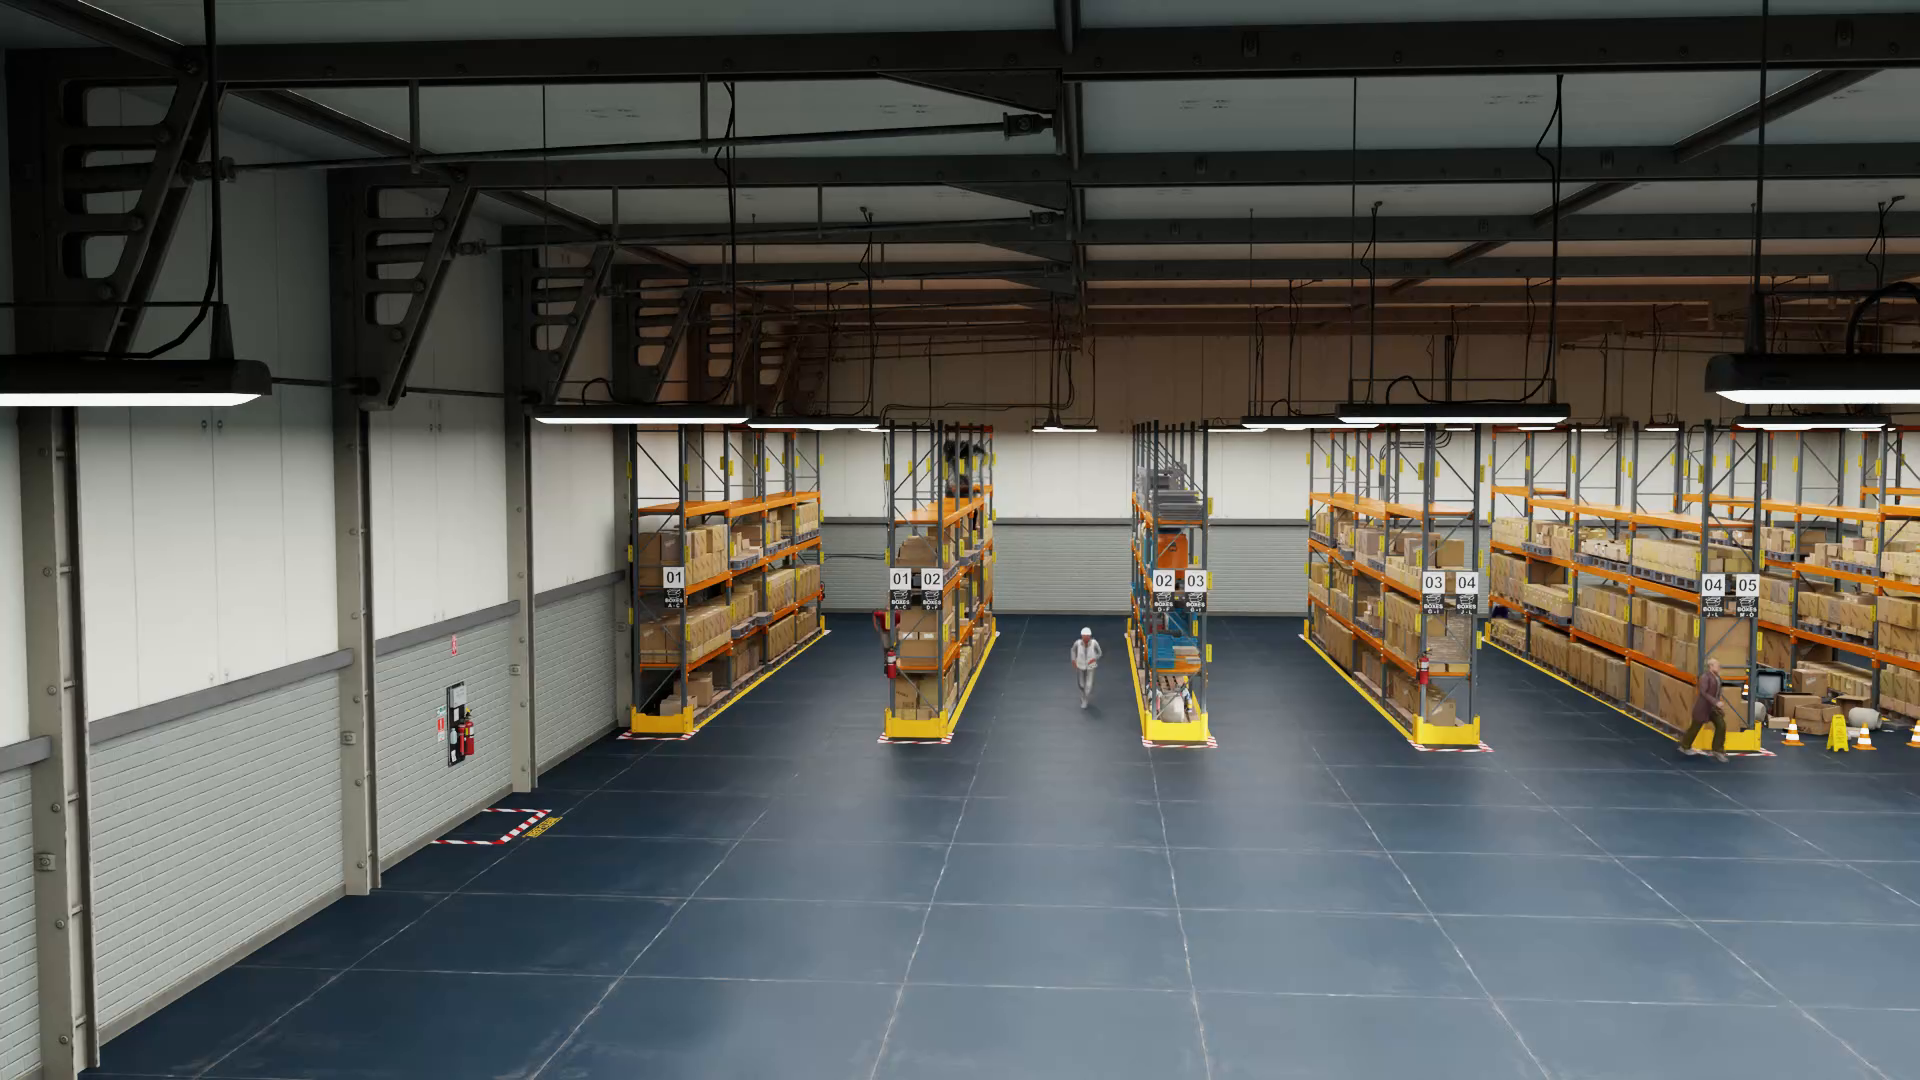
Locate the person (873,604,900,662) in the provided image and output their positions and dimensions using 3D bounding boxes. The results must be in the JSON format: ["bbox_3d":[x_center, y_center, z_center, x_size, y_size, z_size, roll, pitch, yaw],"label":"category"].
[{"bbox_3d":[-1.812,2.347,41.176,0.695,1.550,0.894,0,4,-3],"label":"person"}]

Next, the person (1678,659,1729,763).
[{"bbox_3d":[13.118,2.970,29.224,0.606,1.802,0.896,-2,4,-33],"label":"person"}]

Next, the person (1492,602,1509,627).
[{"bbox_3d":[15.456,1.936,47.496,0.681,1.664,0.659,2,4,33],"label":"person"}]

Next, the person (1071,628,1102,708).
[{"bbox_3d":[2.650,2.681,34.930,0.650,1.707,0.694,0,4,4],"label":"person"}]
